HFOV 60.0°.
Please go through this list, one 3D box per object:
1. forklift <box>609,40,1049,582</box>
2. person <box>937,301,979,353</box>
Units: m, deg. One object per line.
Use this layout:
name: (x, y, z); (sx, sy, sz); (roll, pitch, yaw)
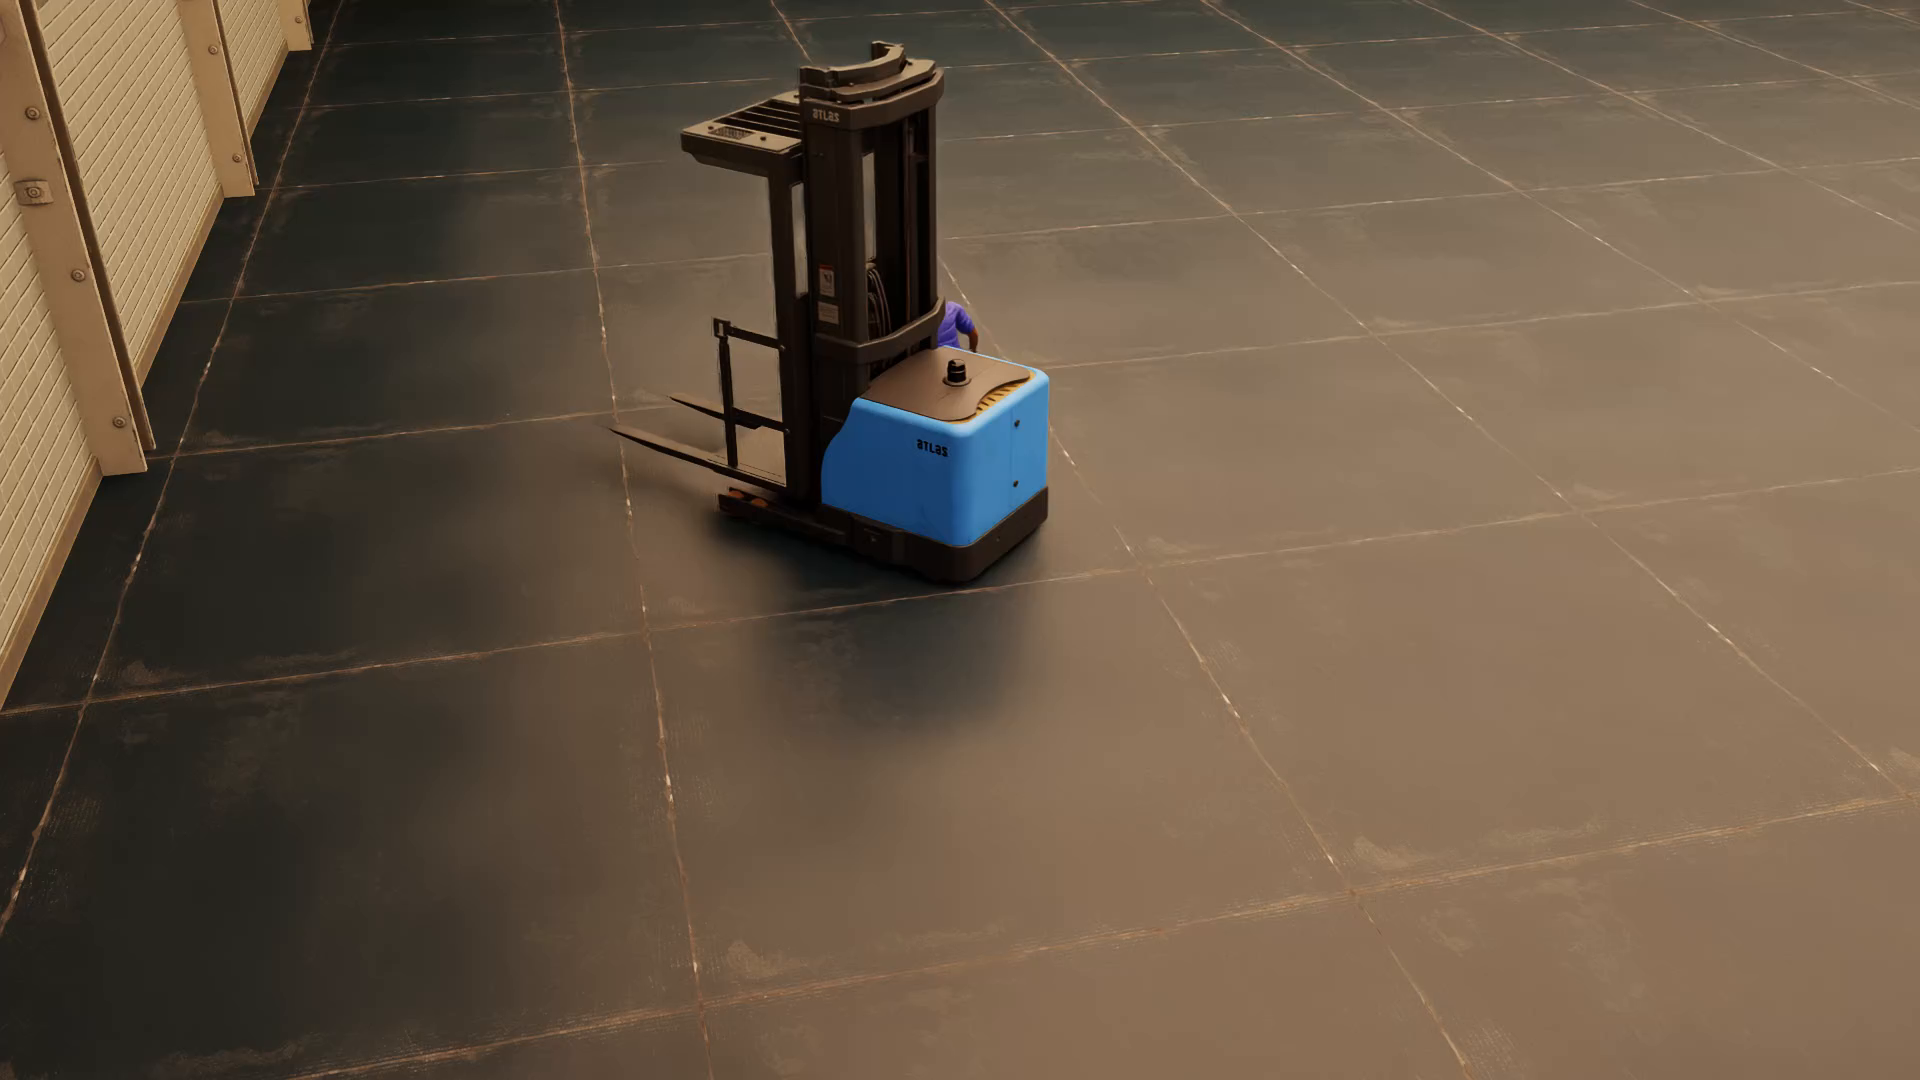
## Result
forklift: (-0.955, -1.569, 10.285); (3.031, 2.935, 1.130); (18, 35, 28)
person: (-0.297, -1.213, 11.272); (0.925, 1.296, 1.053); (-8, 31, -13)
